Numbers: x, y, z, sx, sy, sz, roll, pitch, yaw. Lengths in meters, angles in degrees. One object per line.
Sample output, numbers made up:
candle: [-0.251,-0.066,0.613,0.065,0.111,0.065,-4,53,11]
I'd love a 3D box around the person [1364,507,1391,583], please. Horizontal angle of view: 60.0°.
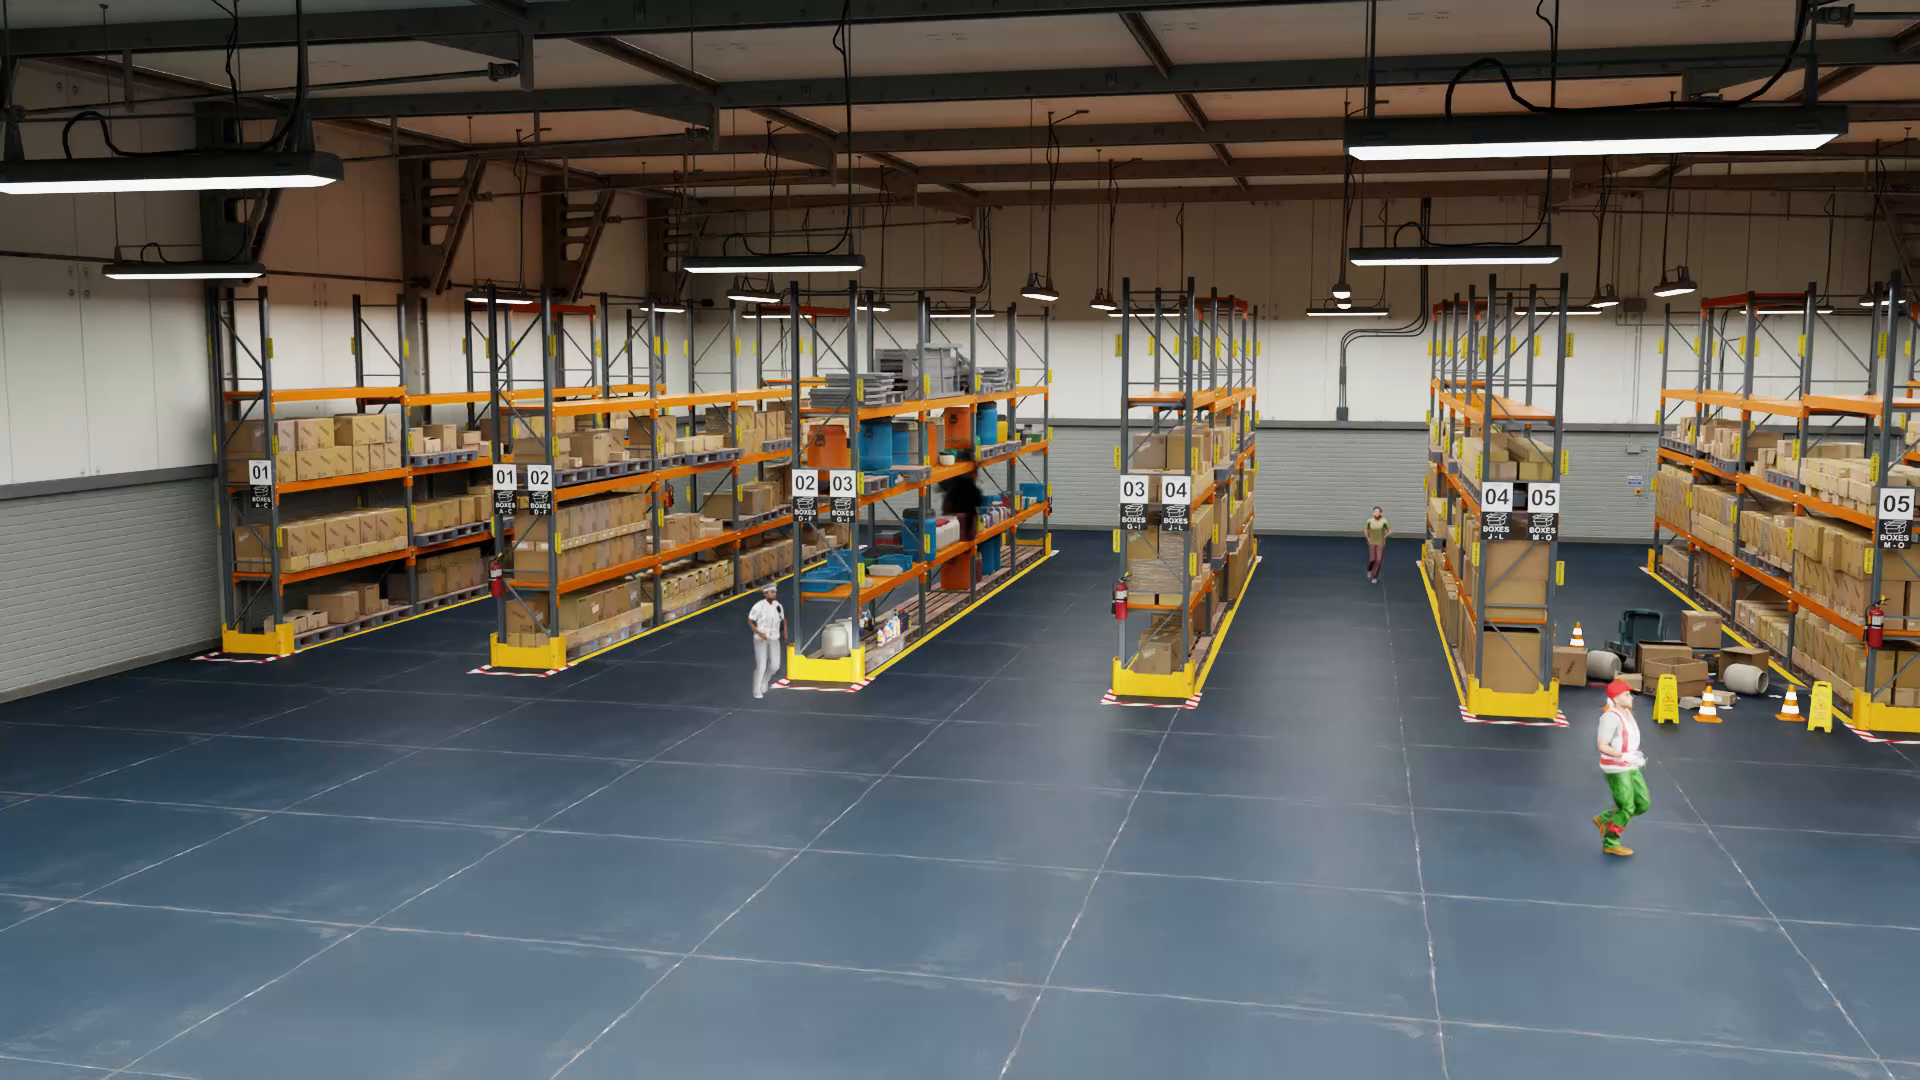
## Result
person: [8.949,0.103,35.662,0.569,1.637,0.562,2,7,14]

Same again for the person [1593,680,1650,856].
person: [6.547,2.254,16.431,0.605,1.739,0.650,6,9,44]

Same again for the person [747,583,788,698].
person: [-2.739,1.441,23.979,0.651,1.651,0.498,-4,8,-31]
